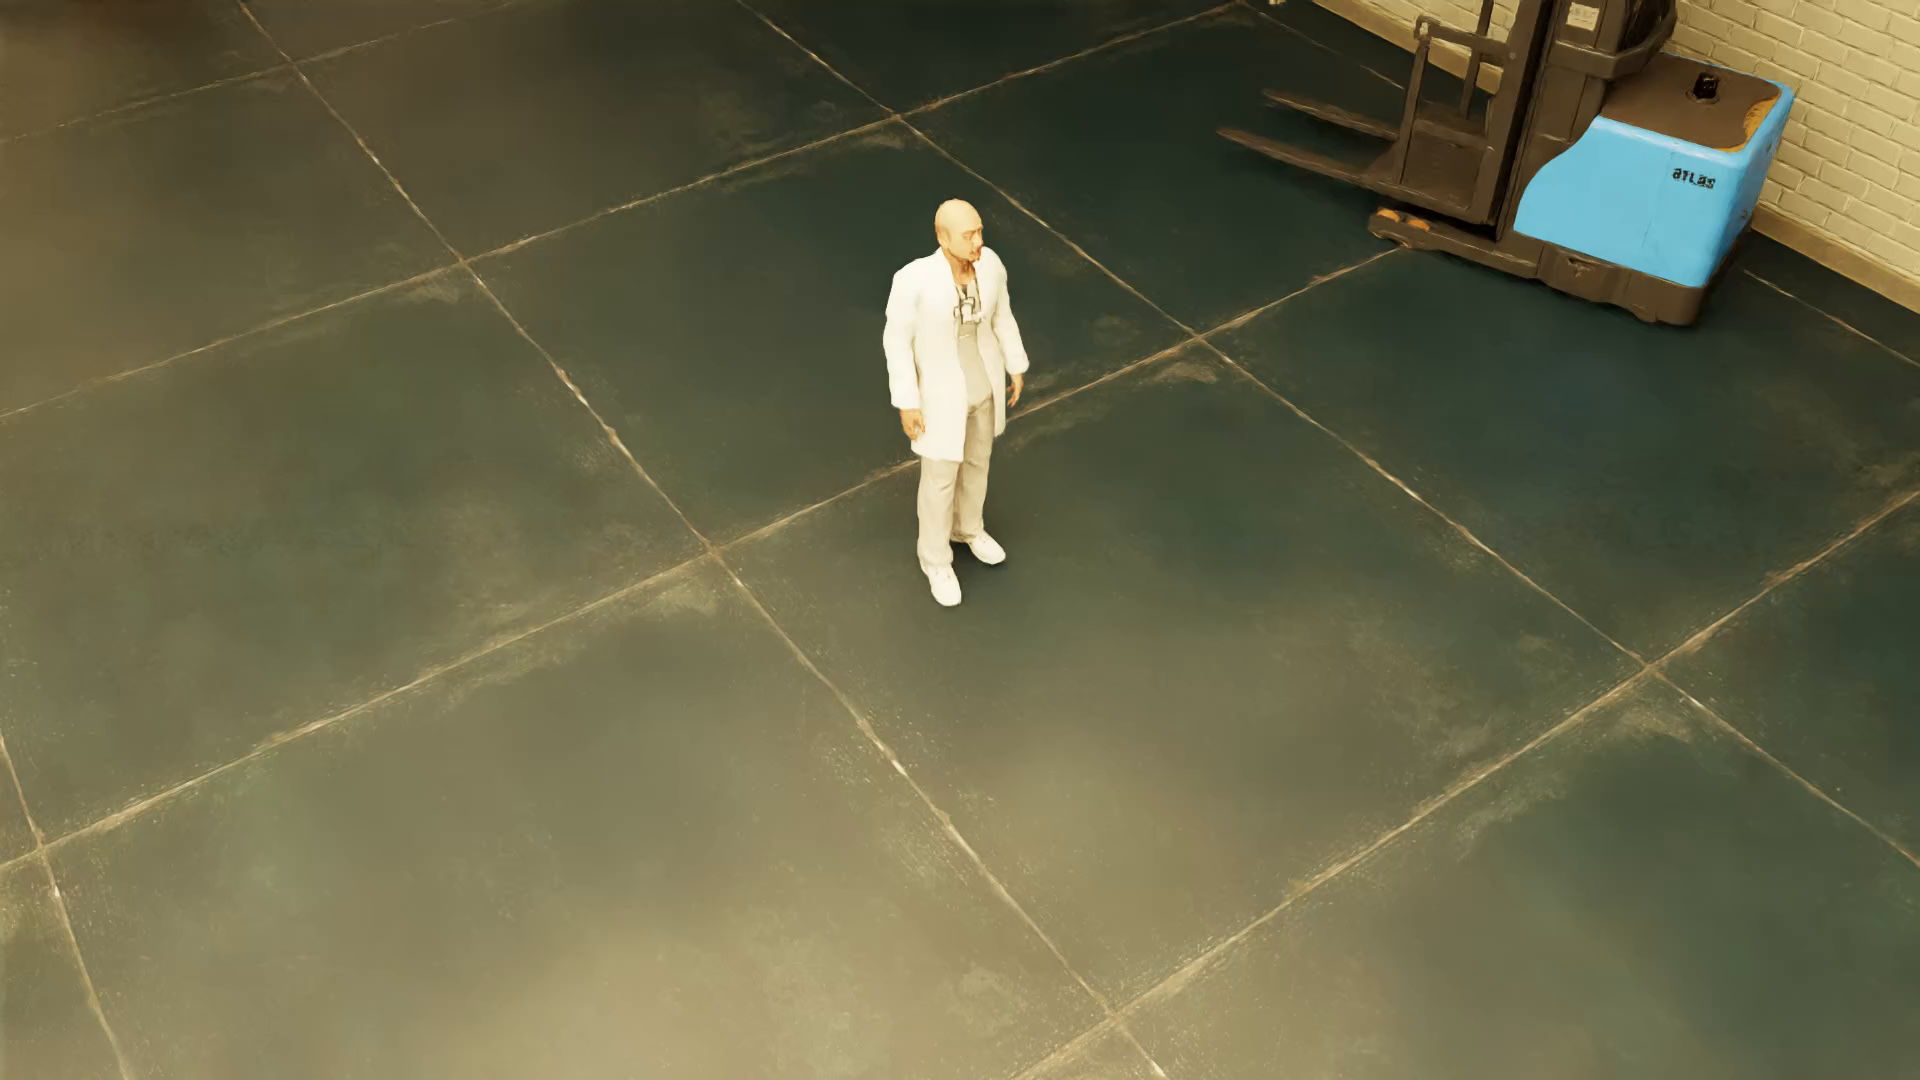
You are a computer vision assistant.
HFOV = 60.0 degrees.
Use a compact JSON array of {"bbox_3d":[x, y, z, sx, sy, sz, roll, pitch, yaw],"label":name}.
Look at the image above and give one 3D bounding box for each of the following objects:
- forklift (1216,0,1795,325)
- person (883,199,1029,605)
[{"bbox_3d":[3.014,-3.044,9.019,3.031,2.935,1.130,25,48,25],"label":"forklift"},{"bbox_3d":[0.048,-0.607,7.214,0.694,1.776,0.579,-25,48,-25],"label":"person"}]
